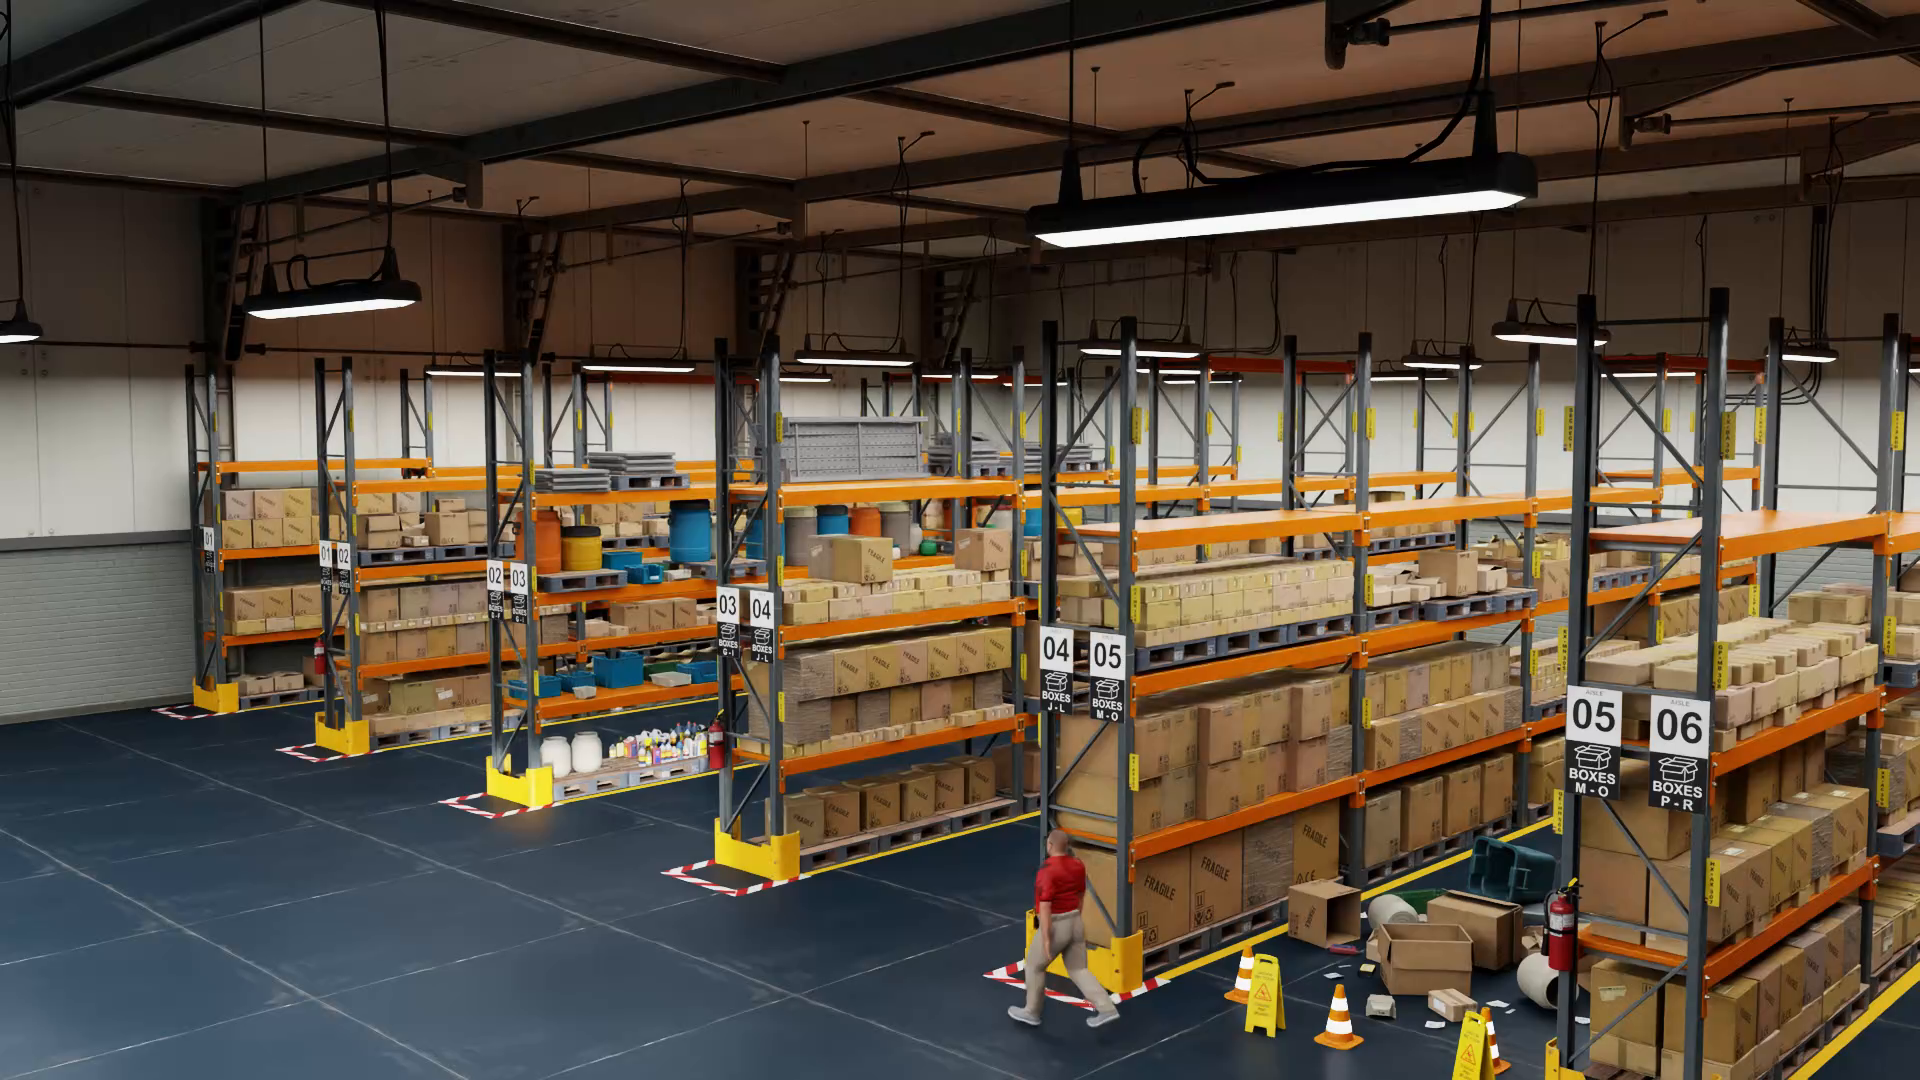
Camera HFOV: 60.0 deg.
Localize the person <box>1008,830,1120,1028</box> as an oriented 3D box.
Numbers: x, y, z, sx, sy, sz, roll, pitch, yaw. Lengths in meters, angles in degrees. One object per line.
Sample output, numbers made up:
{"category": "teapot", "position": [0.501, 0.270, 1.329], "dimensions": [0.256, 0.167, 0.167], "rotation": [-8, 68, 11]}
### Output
{"category": "person", "position": [0.848, 3.252, 13.856], "dimensions": [1.019, 1.682, 0.539], "rotation": [4, 6, 42]}
